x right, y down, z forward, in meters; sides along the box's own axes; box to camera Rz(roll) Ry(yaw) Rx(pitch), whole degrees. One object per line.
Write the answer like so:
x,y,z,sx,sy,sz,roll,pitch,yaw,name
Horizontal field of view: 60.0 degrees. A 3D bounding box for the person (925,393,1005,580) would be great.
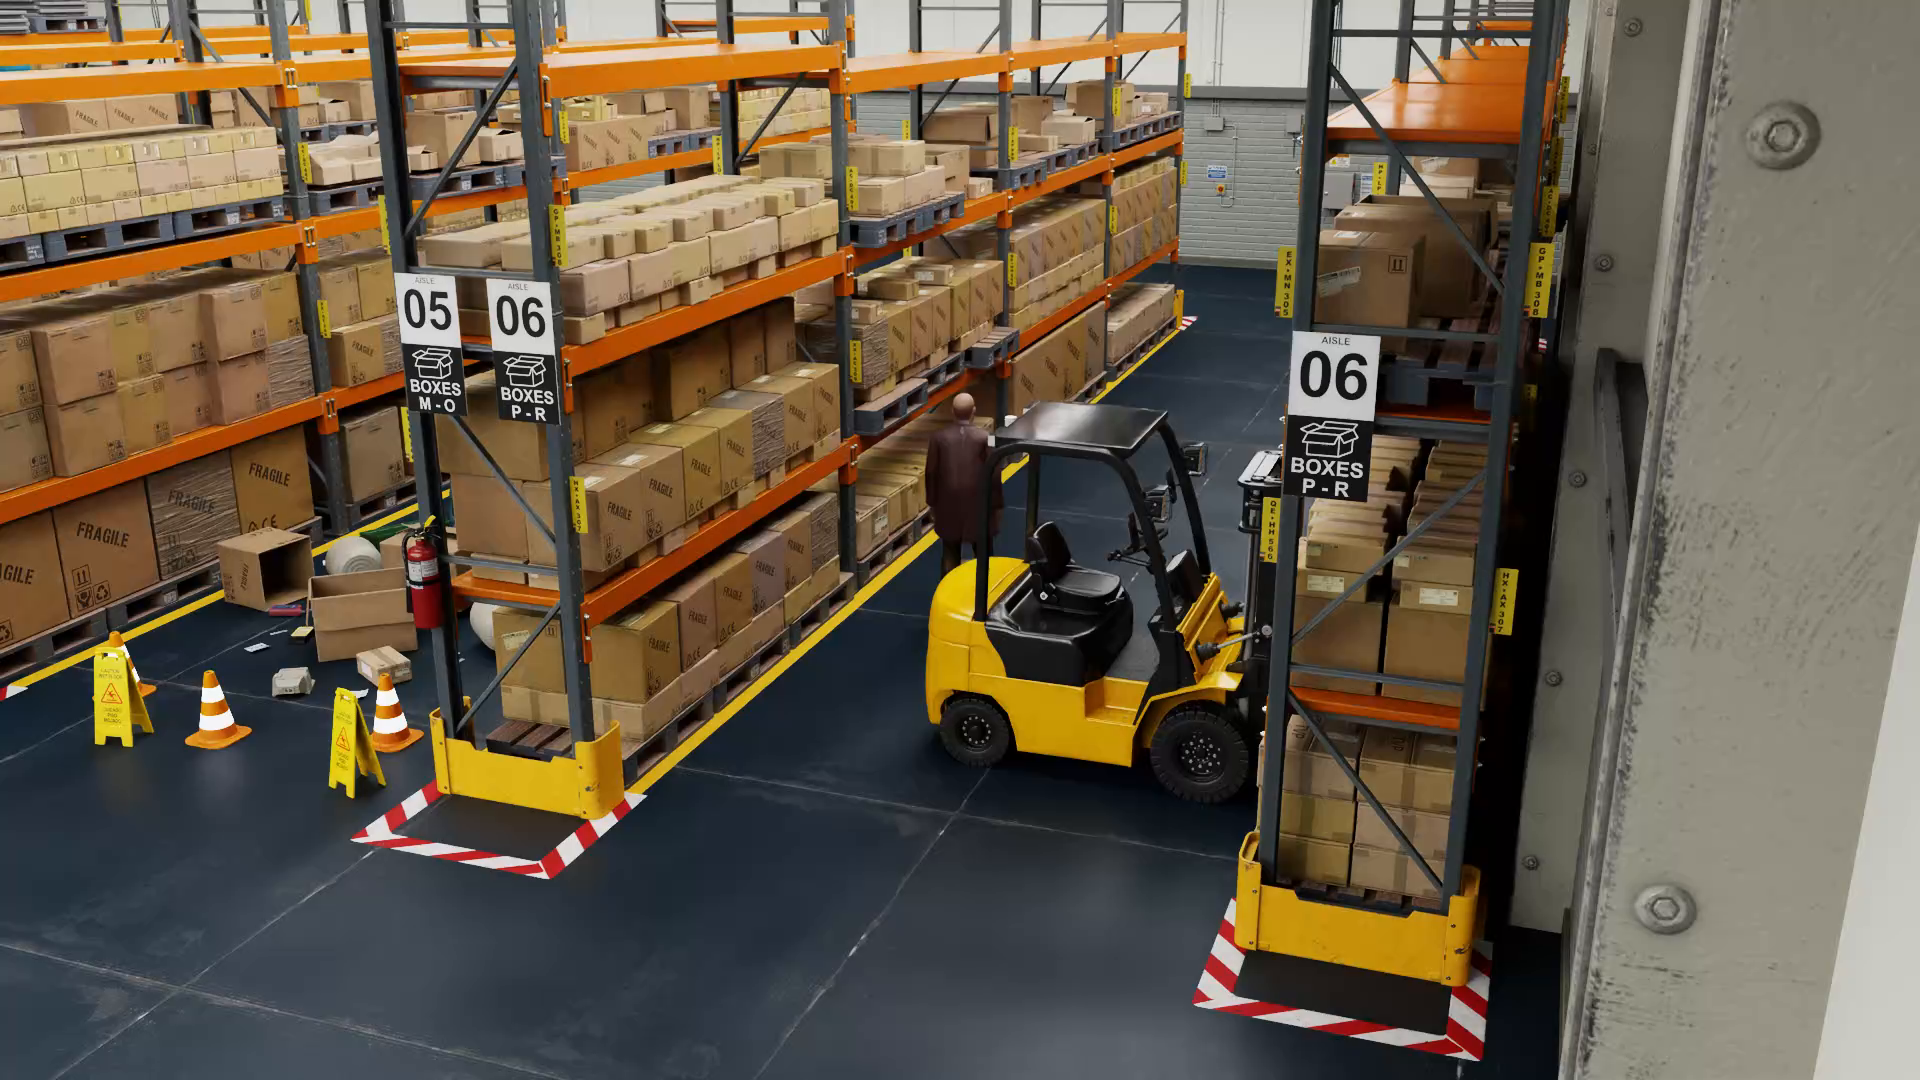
0.039,-0.258,12.862,0.628,1.773,0.427,4,19,13,person
